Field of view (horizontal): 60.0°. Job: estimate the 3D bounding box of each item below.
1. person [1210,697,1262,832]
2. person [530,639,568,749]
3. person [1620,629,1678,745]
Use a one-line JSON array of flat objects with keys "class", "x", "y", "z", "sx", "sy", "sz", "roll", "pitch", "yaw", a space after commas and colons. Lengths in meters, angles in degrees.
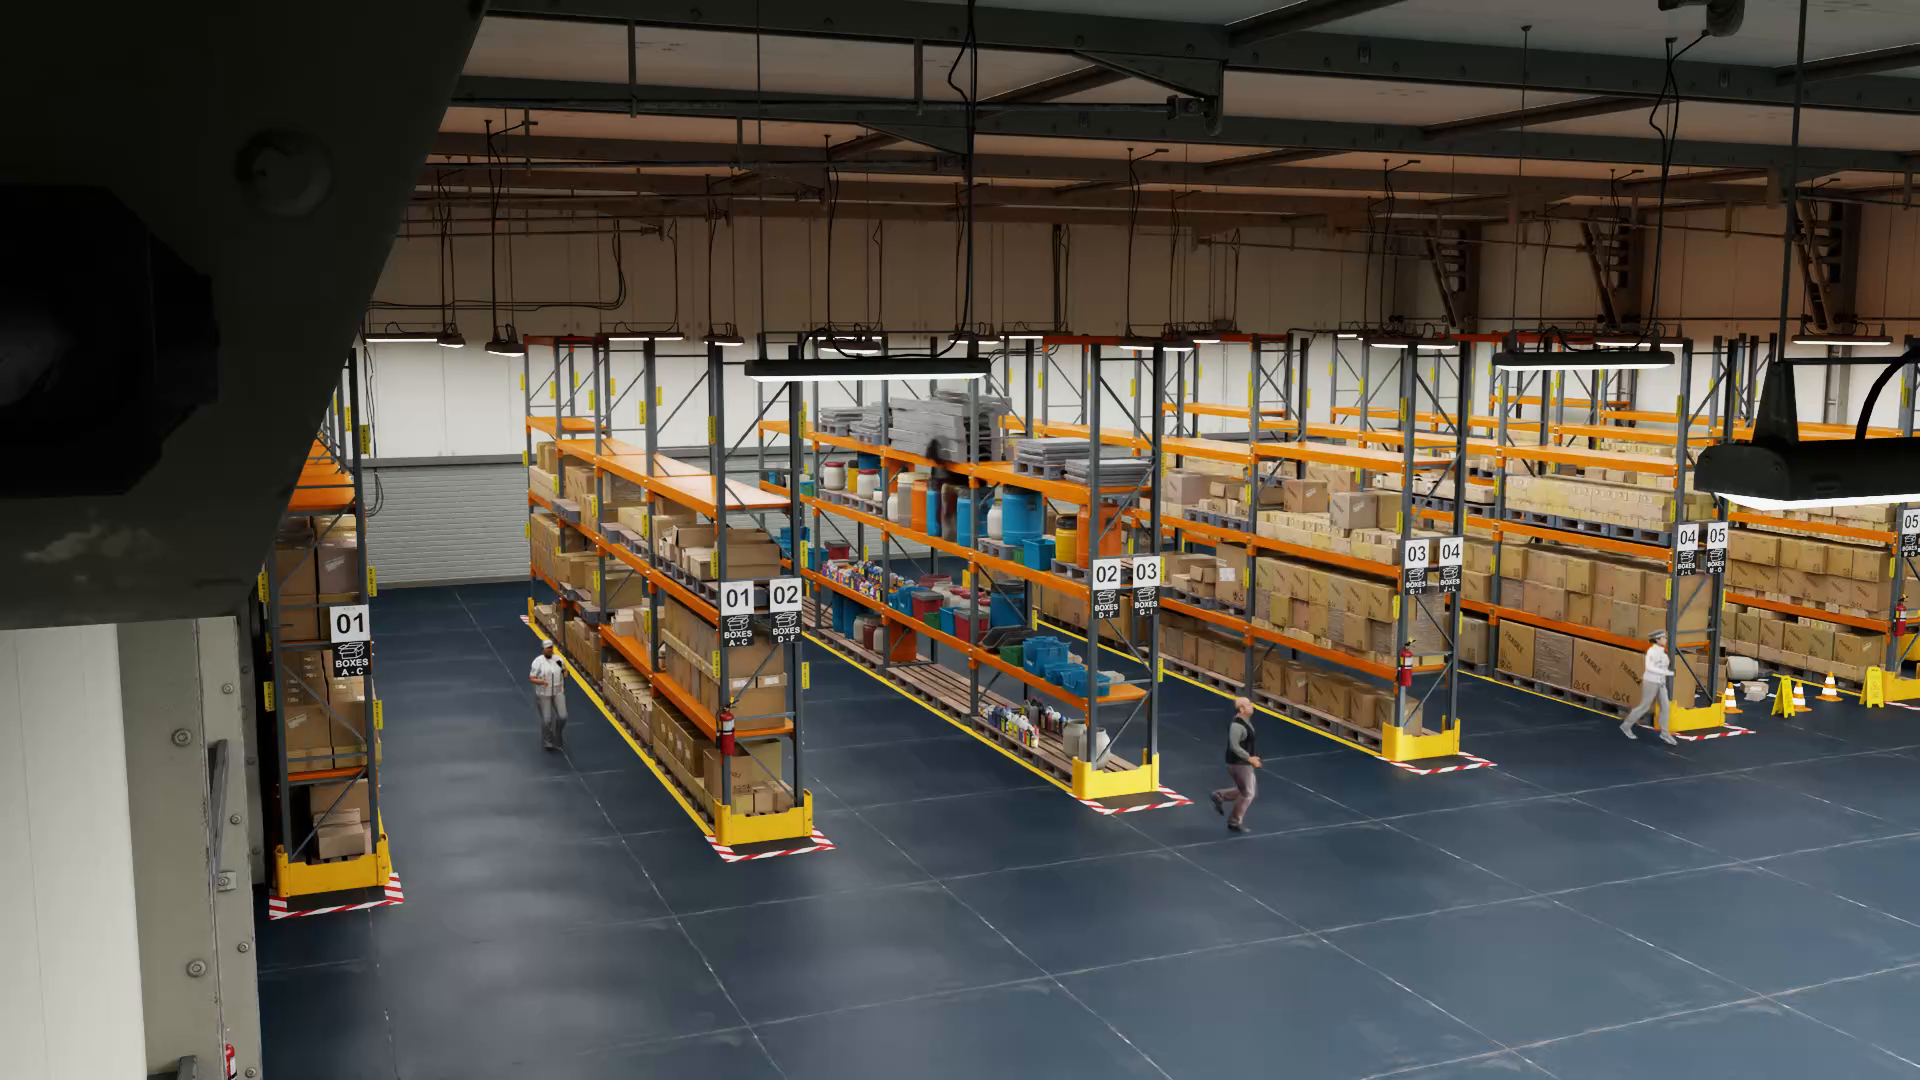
[{"class": "person", "x": 3.435, "y": 2.774, "z": 20.644, "sx": 0.659, "sy": 1.701, "sz": 0.678, "roll": 2, "pitch": 8, "yaw": 17}, {"class": "person", "x": -5.993, "y": 2.282, "z": 24.415, "sx": 0.589, "sy": 1.647, "sz": 0.590, "roll": -4, "pitch": 8, "yaw": -26}, {"class": "person", "x": 10.431, "y": 2.176, "z": 24.986, "sx": 0.803, "sy": 1.727, "sz": 0.642, "roll": 6, "pitch": 10, "yaw": 39}]
